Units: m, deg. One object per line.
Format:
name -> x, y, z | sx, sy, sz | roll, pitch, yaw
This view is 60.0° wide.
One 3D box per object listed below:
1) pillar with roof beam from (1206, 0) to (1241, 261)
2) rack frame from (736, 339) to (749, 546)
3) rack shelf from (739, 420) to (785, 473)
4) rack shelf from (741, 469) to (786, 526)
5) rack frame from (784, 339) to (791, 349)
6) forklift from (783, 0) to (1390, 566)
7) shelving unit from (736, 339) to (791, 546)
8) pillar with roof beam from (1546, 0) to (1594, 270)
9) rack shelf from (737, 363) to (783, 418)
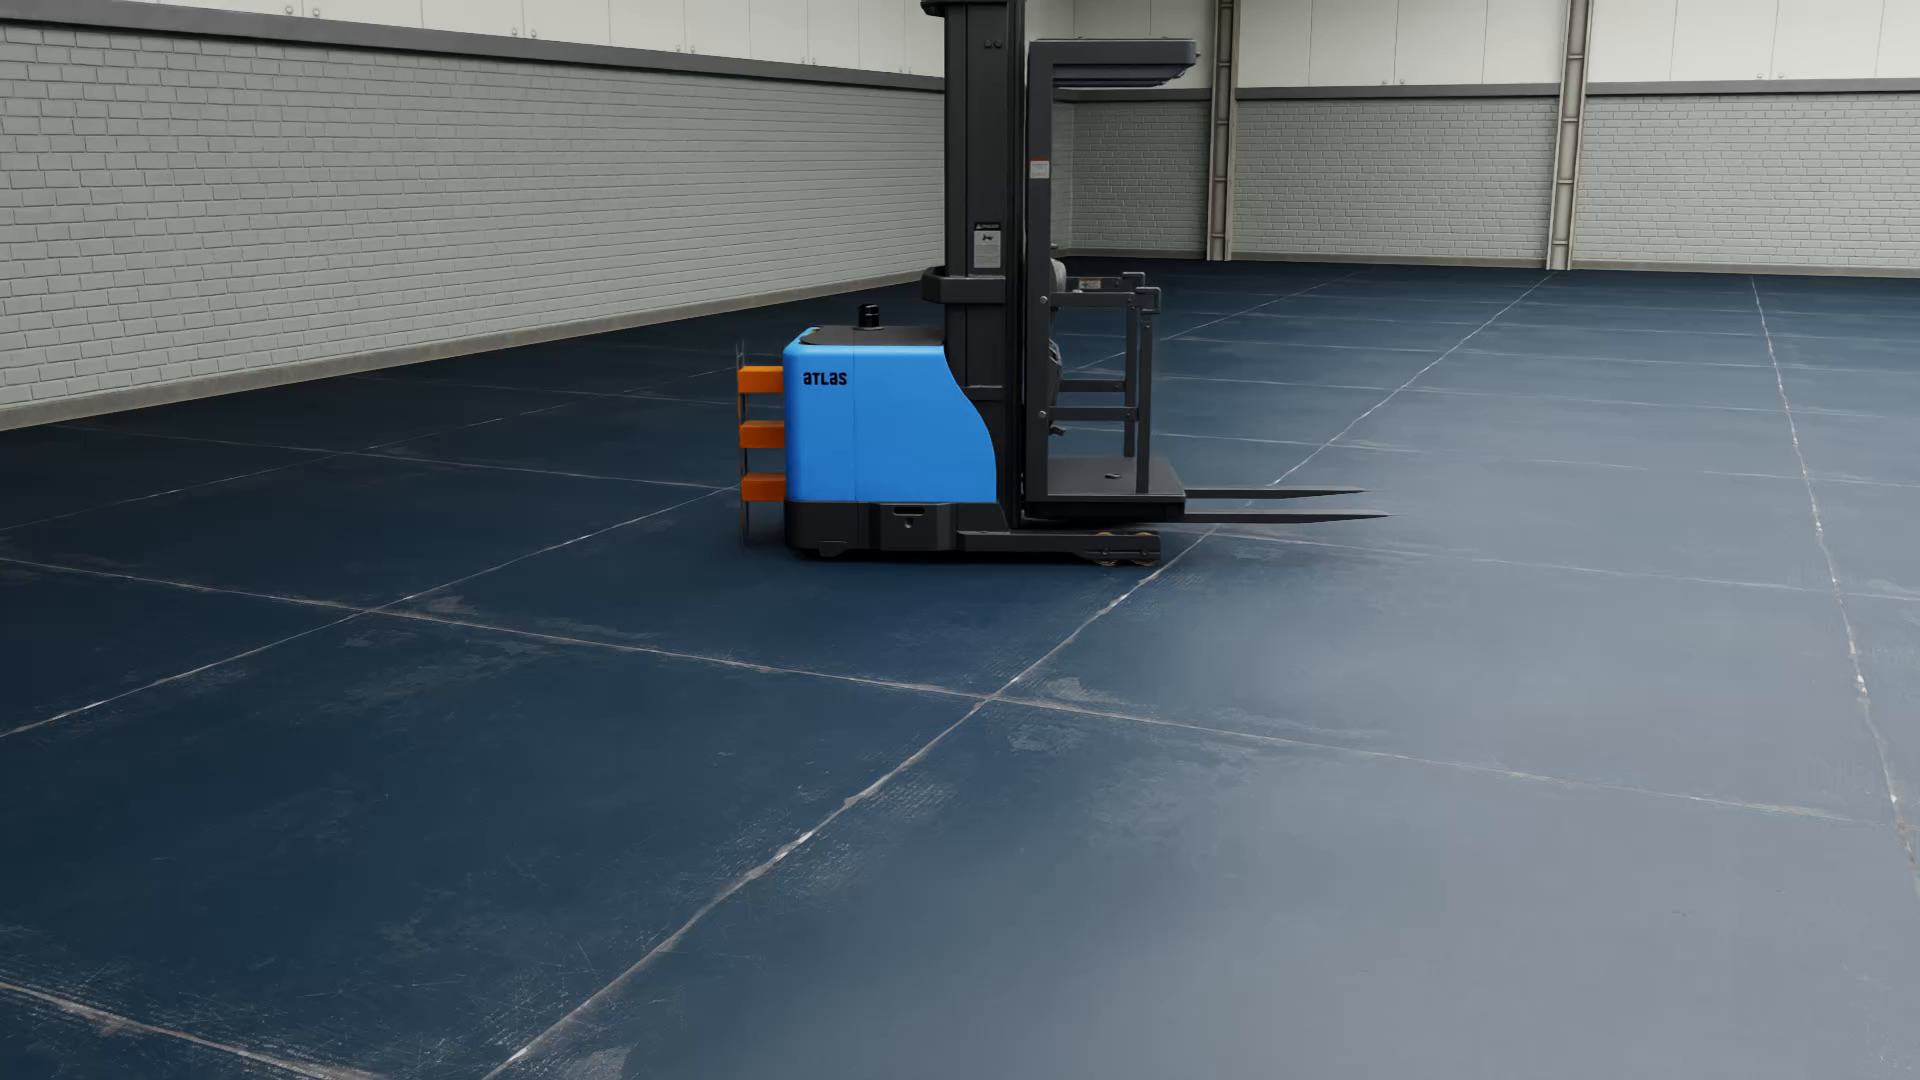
pillar with roof beam -> 3.083, -8.703, 26.148 | 0.400, 9.000, 9.100 | 6, 14, 23
rack frame -> -1.124, -0.503, 8.601 | 0.008, 1.050, 0.200 | 0, 13, 2
rack shelf -> -1.002, -0.492, 8.600 | 0.240, 0.259, 0.215 | 0, 13, 2
rack shelf -> -1.002, -0.221, 8.663 | 0.240, 0.259, 0.215 | 0, 13, 2
rack frame -> -0.880, -0.501, 8.593 | 0.008, 1.050, 0.200 | 0, 13, 2
forklift -> 0.647, -1.422, 8.399 | 3.031, 2.935, 1.130 | 0, 13, 2
shelving unit -> -1.002, -0.502, 8.597 | 0.252, 1.050, 0.215 | 0, 13, 2
pillar with roof beam -> 8.569, -8.148, 23.782 | 0.400, 9.000, 9.100 | 6, 14, 23
rack shelf -> -1.002, -0.768, 8.535 | 0.240, 0.259, 0.215 | 0, 13, 2
